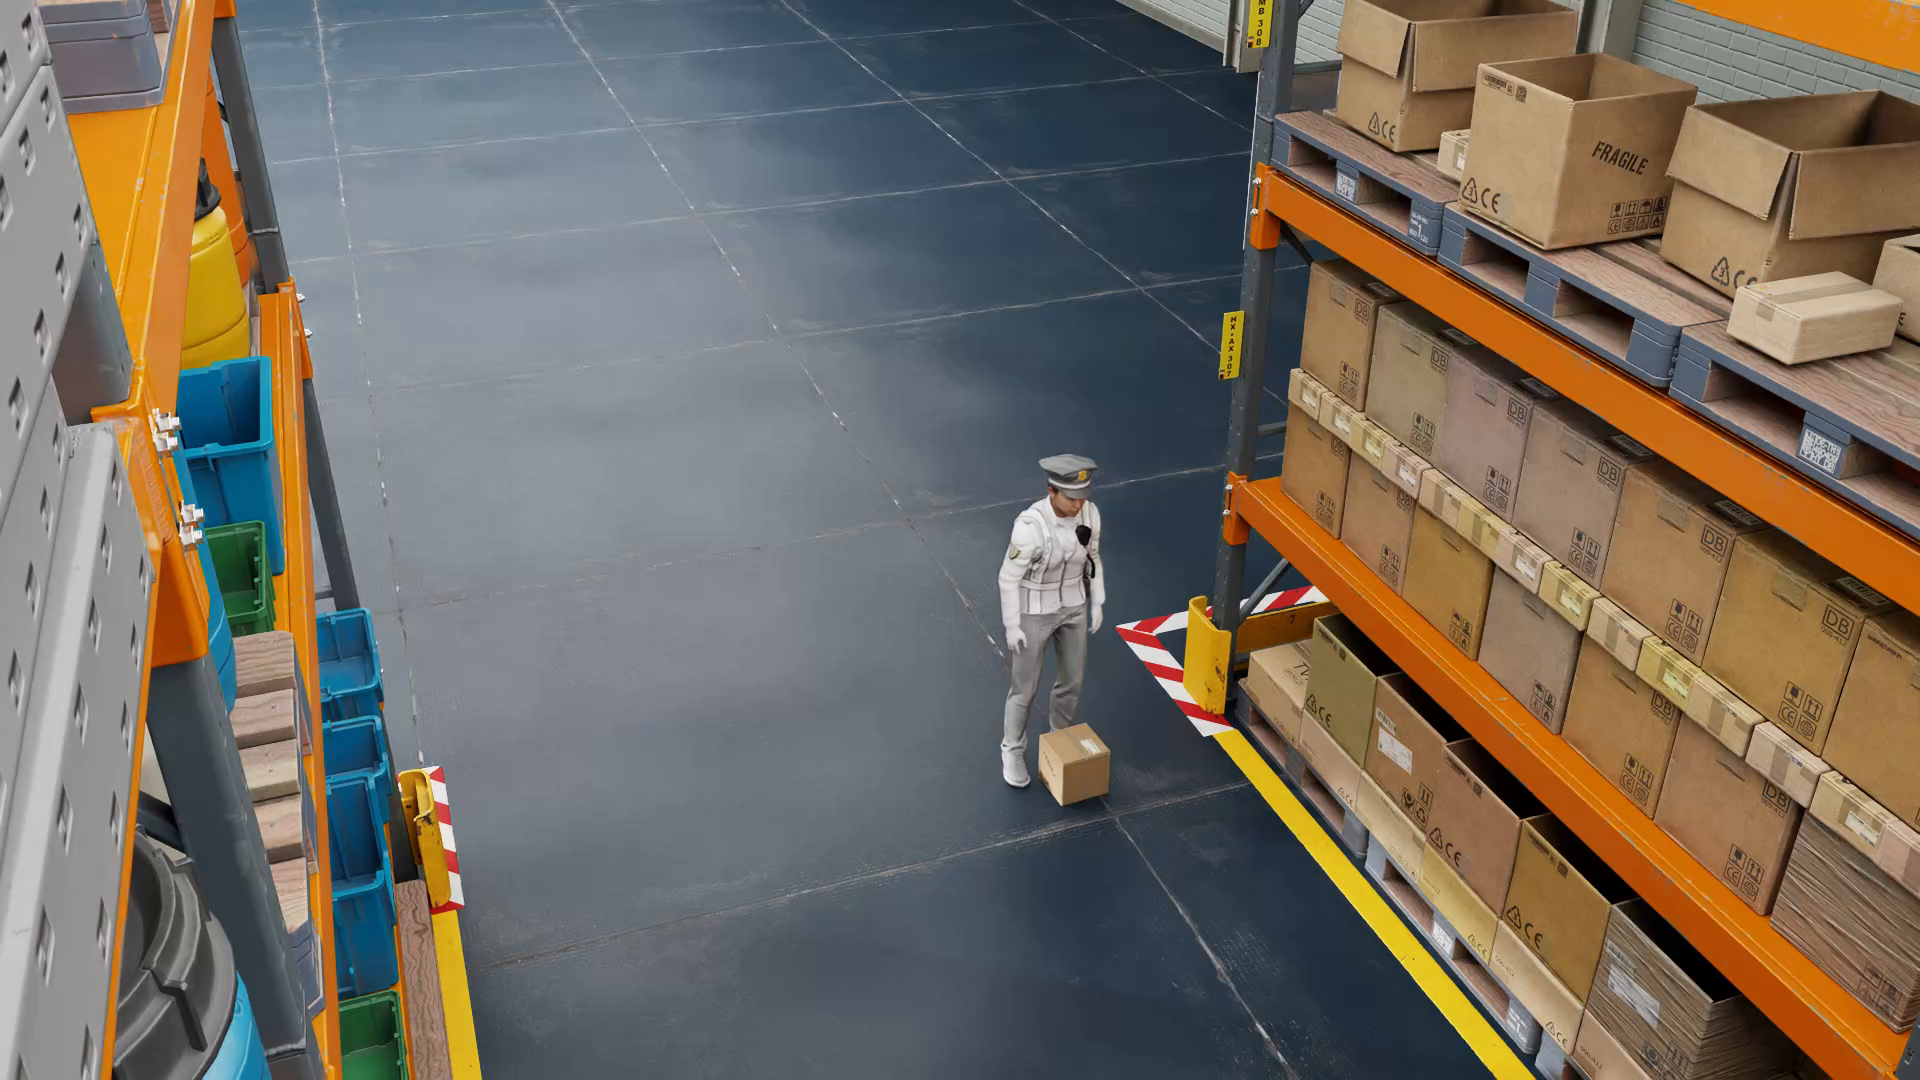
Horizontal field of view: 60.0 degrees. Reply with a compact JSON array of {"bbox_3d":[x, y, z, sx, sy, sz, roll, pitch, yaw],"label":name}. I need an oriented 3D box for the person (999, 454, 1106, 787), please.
[{"bbox_3d":[0.431,0.346,7.733,0.549,1.665,0.373,-14,33,-22],"label":"person"}]
